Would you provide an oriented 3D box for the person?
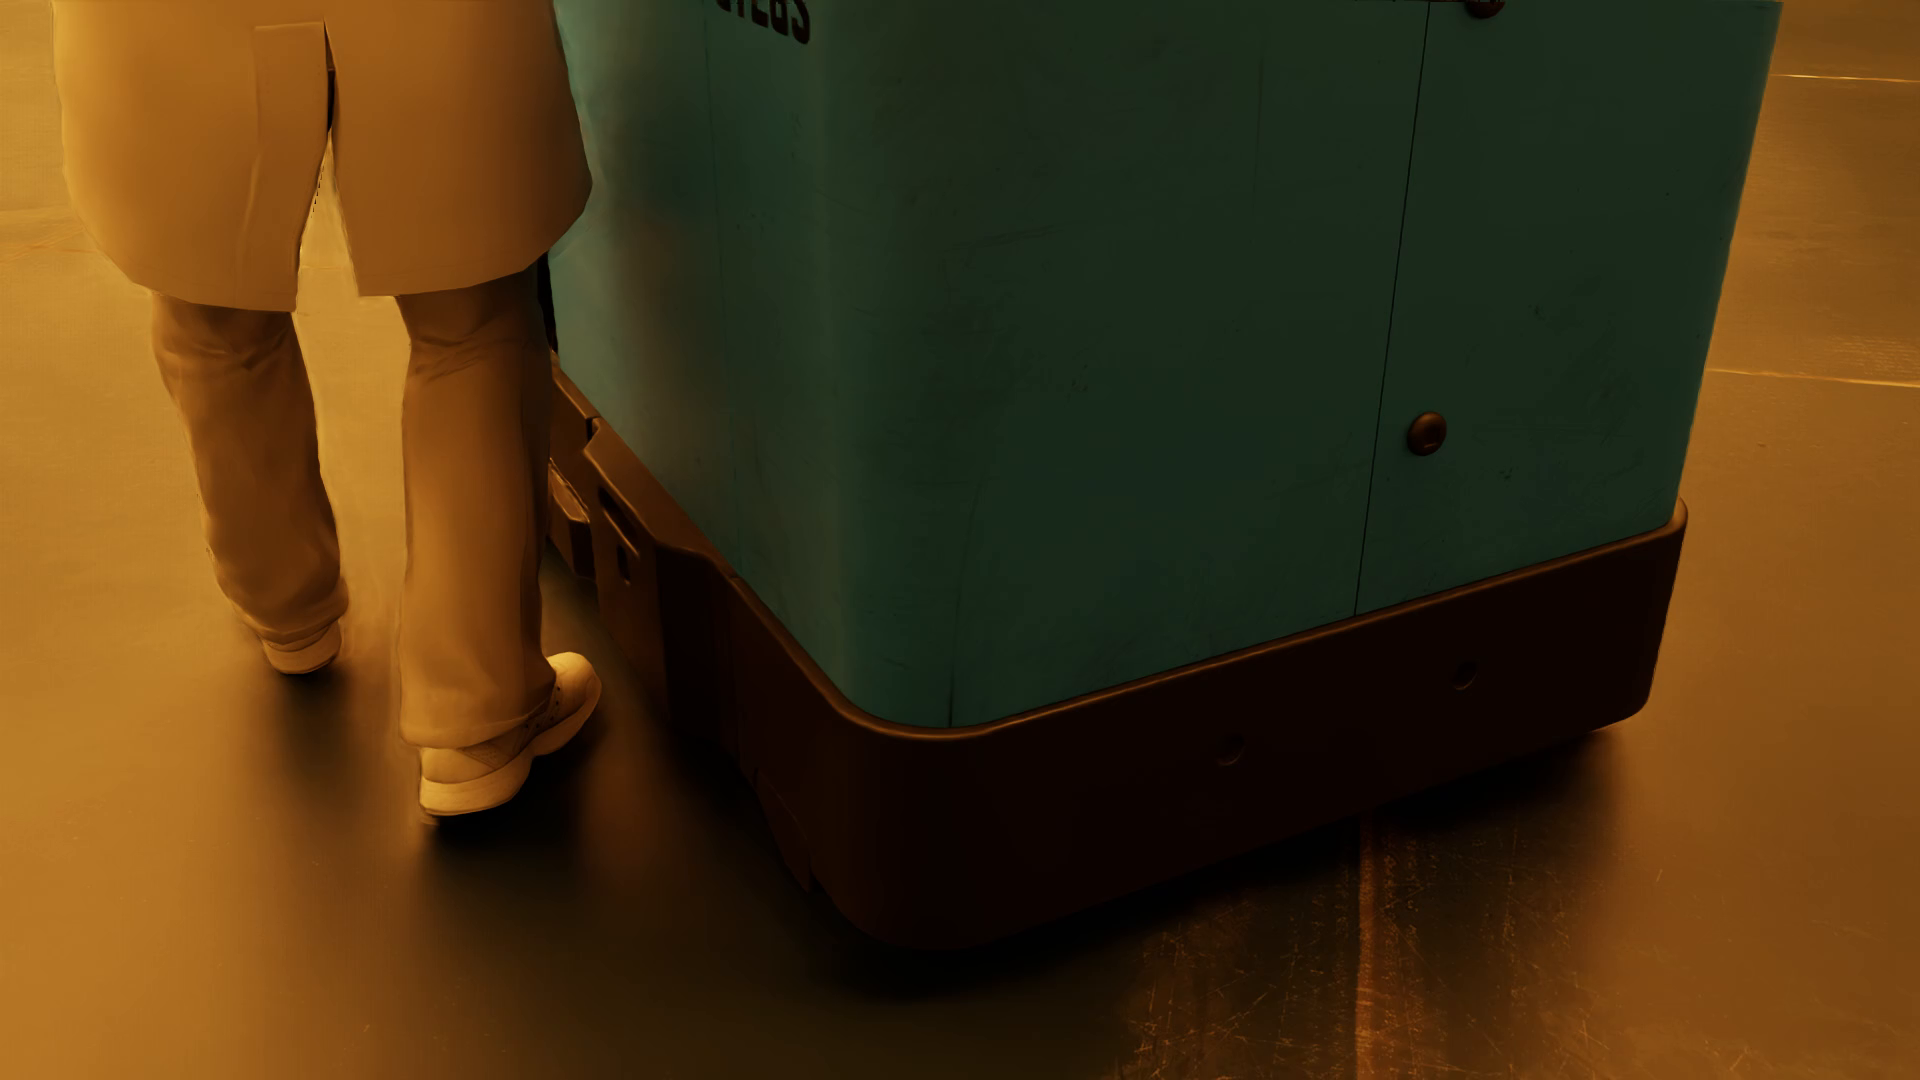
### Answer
[{"bbox_3d":[-0.699,-0.589,1.769,0.880,1.748,0.825,-11,29,-21],"label":"person"}]

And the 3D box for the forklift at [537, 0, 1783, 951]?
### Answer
[{"bbox_3d":[-0.304,-1.553,2.324,1.130,2.935,3.031,-13,30,-24],"label":"forklift"}]
